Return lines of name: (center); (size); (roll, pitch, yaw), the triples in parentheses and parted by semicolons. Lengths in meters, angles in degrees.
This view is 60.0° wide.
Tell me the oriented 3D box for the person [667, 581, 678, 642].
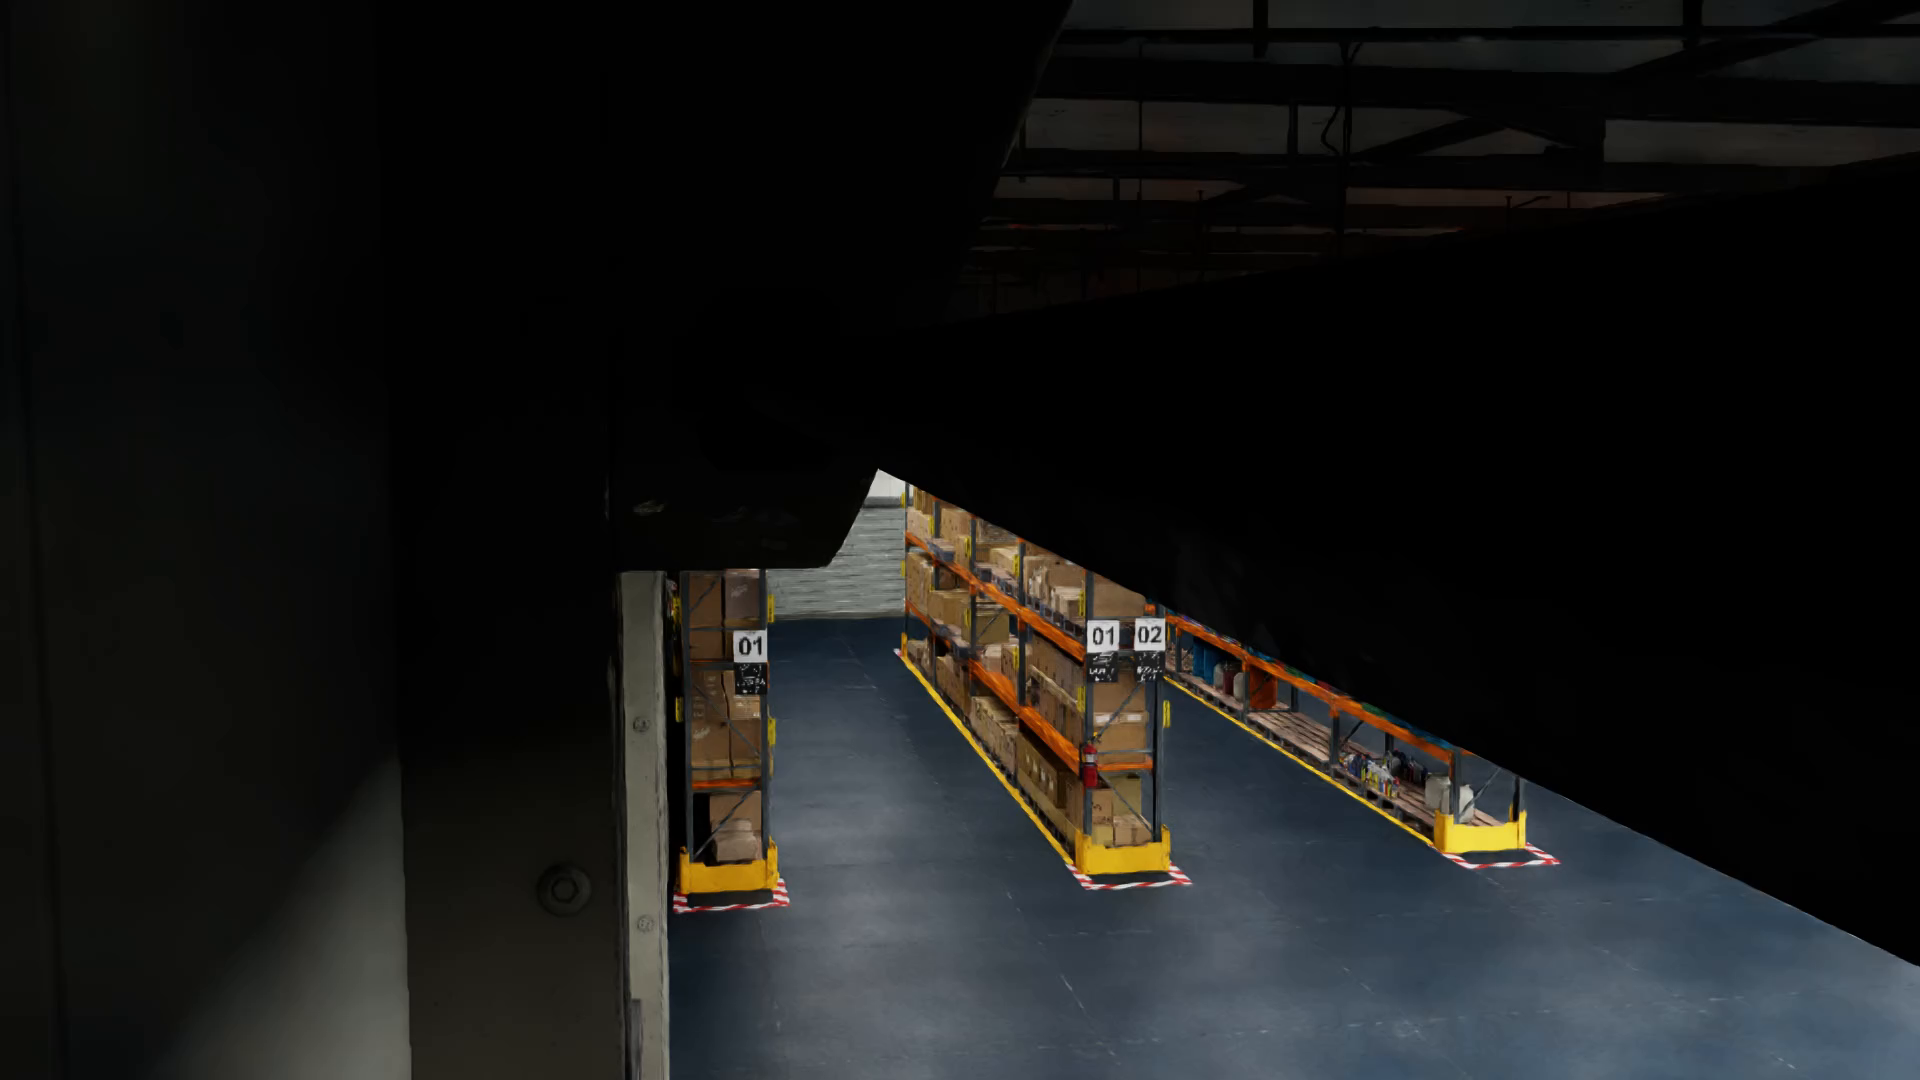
person: (-6.406, 1.596, 37.176); (0.500, 1.783, 0.722); (4, 7, 36)
